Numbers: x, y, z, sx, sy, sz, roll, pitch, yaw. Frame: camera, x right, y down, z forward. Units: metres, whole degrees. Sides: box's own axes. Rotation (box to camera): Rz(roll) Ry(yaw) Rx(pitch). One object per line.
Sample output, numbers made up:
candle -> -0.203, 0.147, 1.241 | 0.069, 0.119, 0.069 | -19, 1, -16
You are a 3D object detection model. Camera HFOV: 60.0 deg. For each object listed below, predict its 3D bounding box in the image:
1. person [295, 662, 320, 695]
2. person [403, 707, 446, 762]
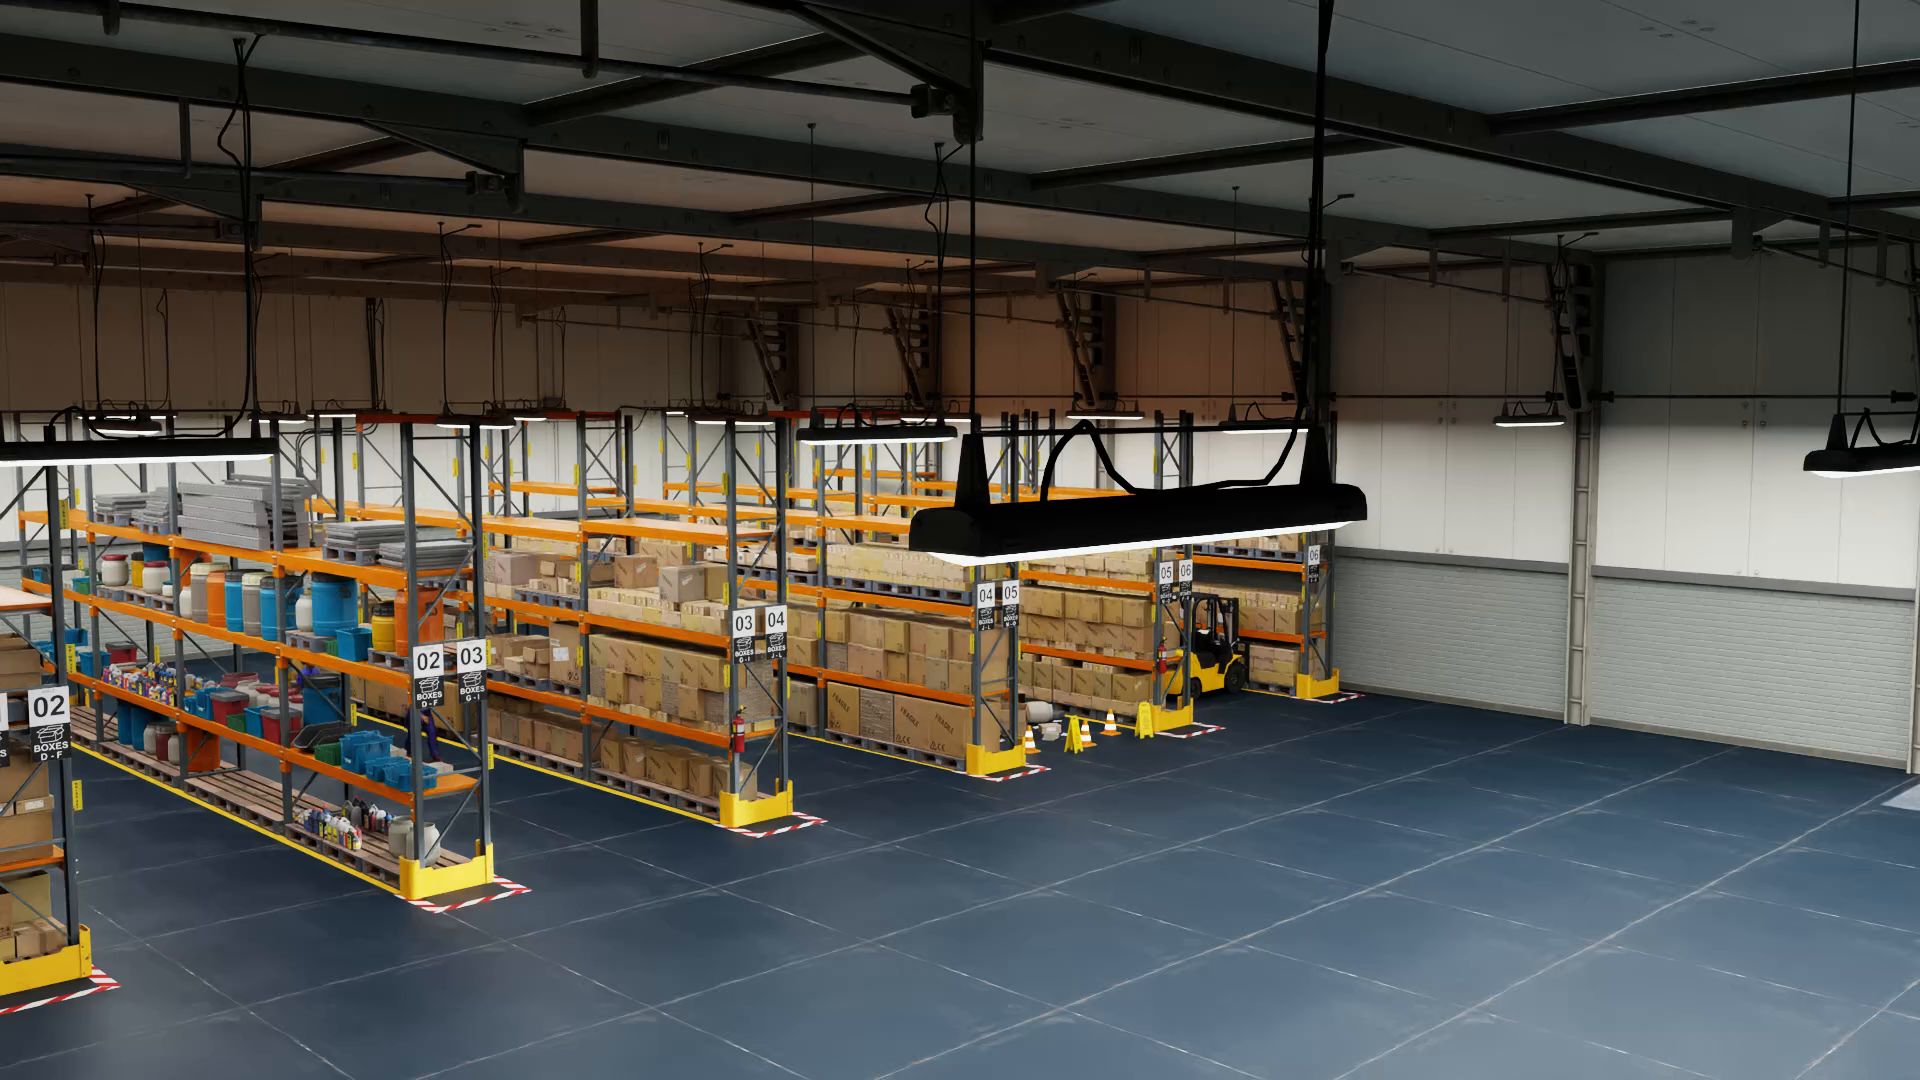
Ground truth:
person -> -11.854, 2.886, 30.374 | 1.043, 1.589, 0.507 | 4, 6, 35
person -> -9.289, 3.038, 28.733 | 0.984, 1.570, 0.465 | 3, 6, 33
